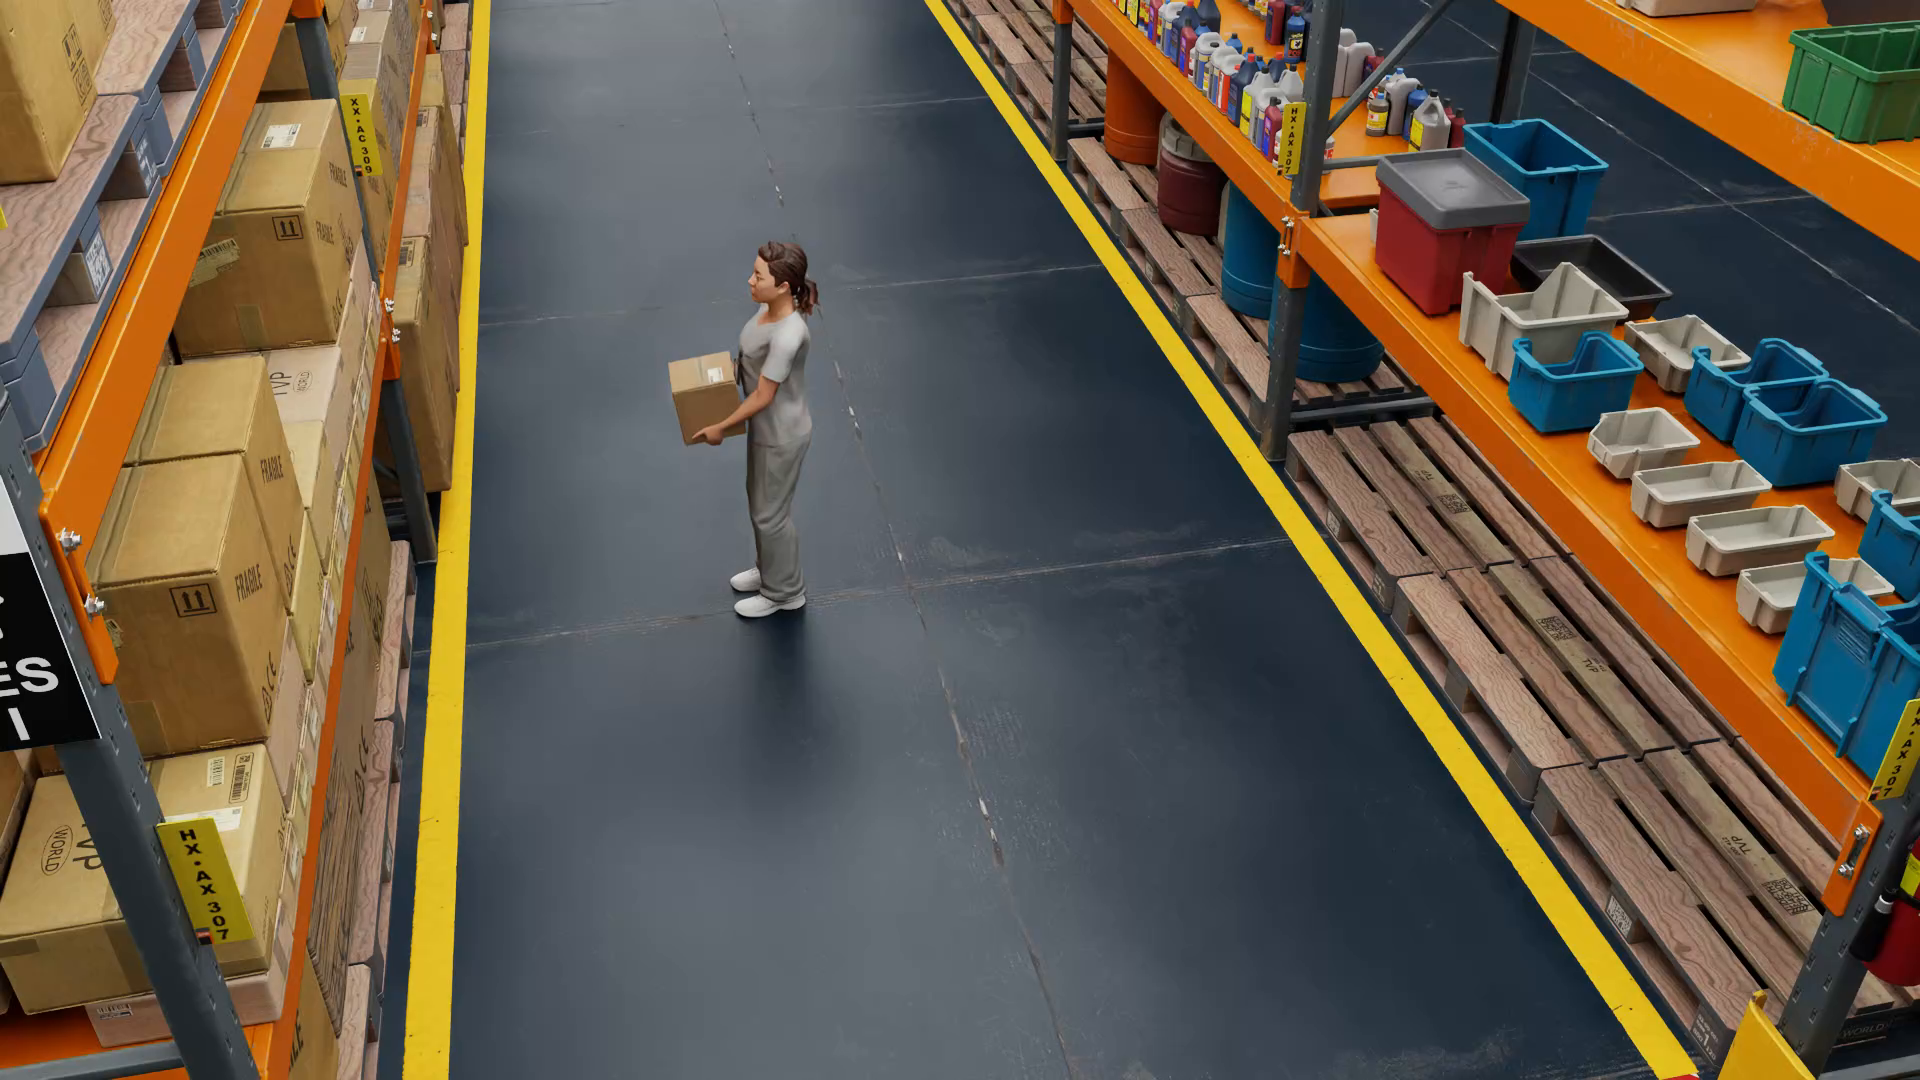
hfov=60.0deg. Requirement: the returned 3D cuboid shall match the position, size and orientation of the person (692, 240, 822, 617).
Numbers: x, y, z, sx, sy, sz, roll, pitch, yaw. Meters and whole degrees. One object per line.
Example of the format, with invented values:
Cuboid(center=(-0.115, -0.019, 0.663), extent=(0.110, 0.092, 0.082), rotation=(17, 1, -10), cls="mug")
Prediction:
Cuboid(center=(-0.816, -0.437, 6.793), extent=(0.556, 1.665, 0.436), rotation=(-7, 35, -10), cls="person")
